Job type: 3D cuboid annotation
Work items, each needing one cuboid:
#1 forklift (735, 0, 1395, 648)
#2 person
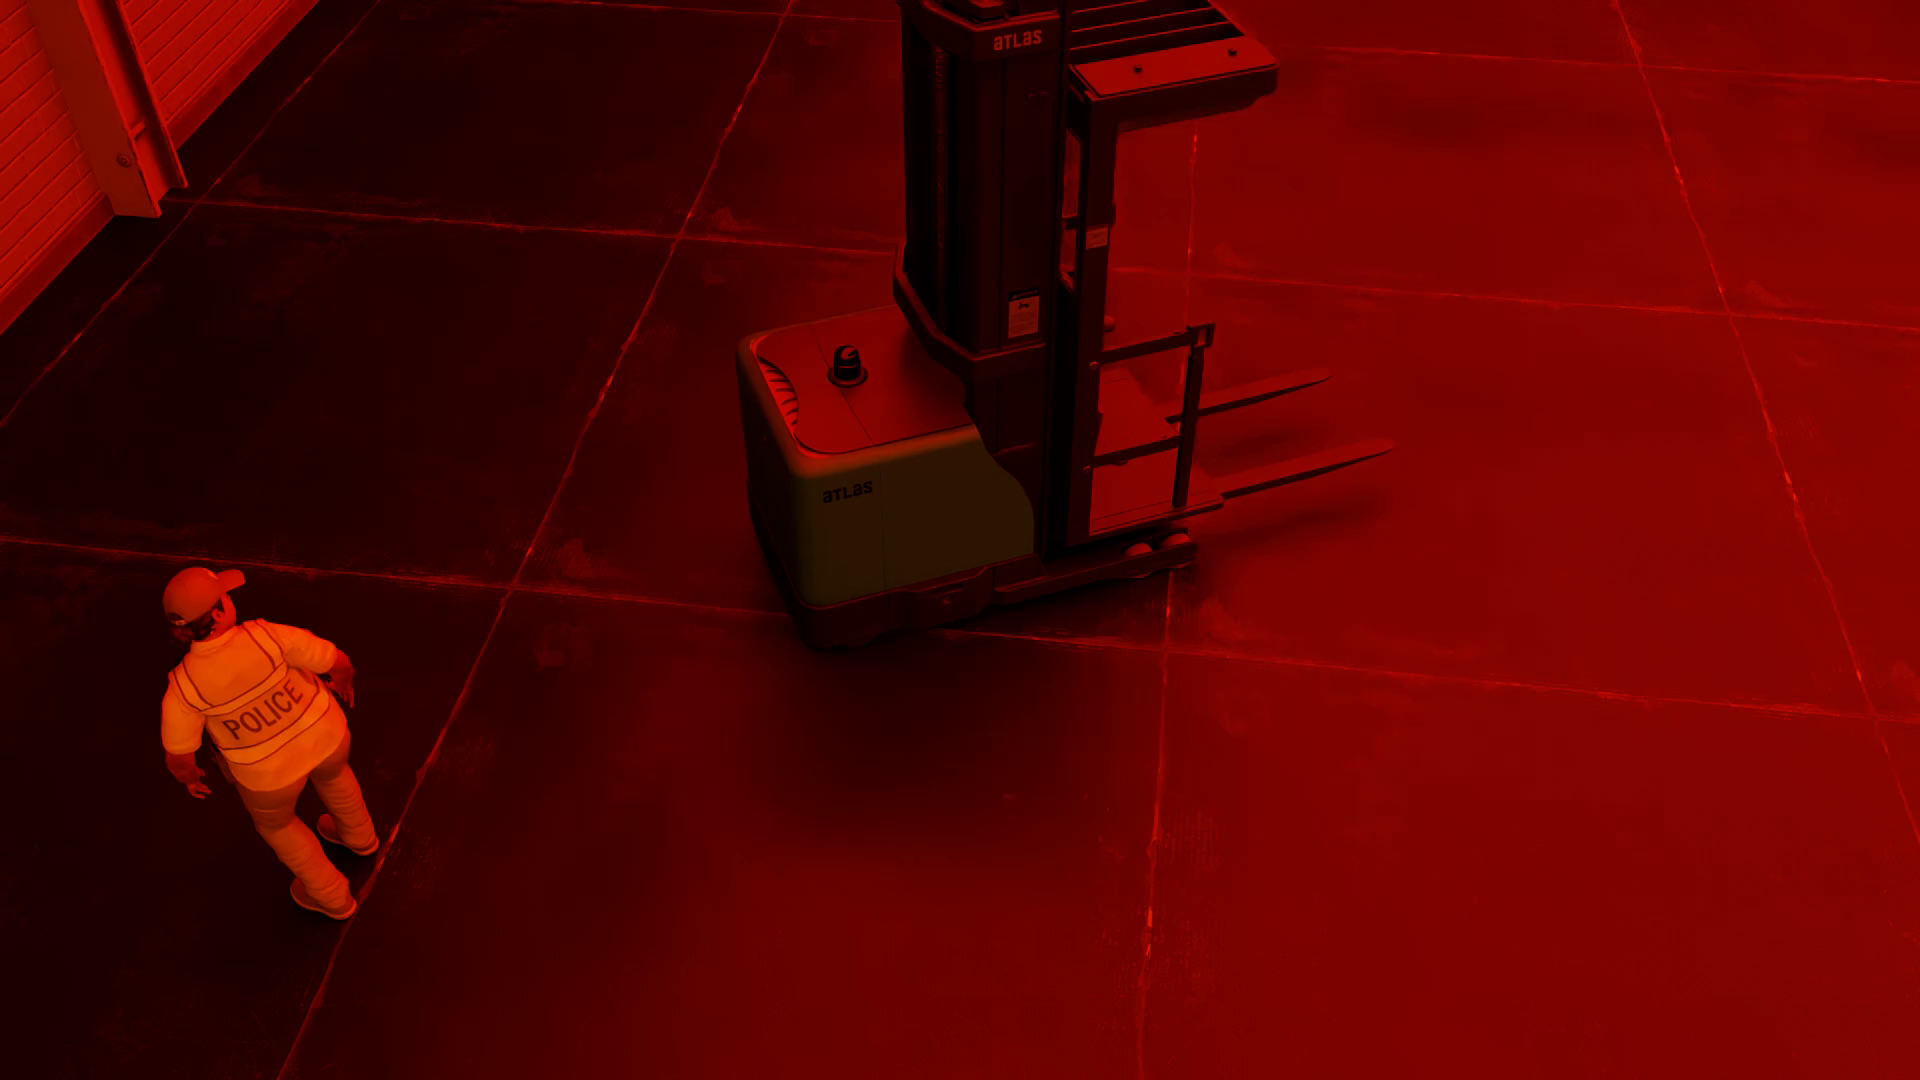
[{"bbox_3d":[0.572,-1.223,7.055,3.031,2.935,1.130,-14,44,-15],"label":"forklift"},{"bbox_3d":[-2.458,0.716,5.899,0.512,1.646,0.686,31,51,29],"label":"person"}]
